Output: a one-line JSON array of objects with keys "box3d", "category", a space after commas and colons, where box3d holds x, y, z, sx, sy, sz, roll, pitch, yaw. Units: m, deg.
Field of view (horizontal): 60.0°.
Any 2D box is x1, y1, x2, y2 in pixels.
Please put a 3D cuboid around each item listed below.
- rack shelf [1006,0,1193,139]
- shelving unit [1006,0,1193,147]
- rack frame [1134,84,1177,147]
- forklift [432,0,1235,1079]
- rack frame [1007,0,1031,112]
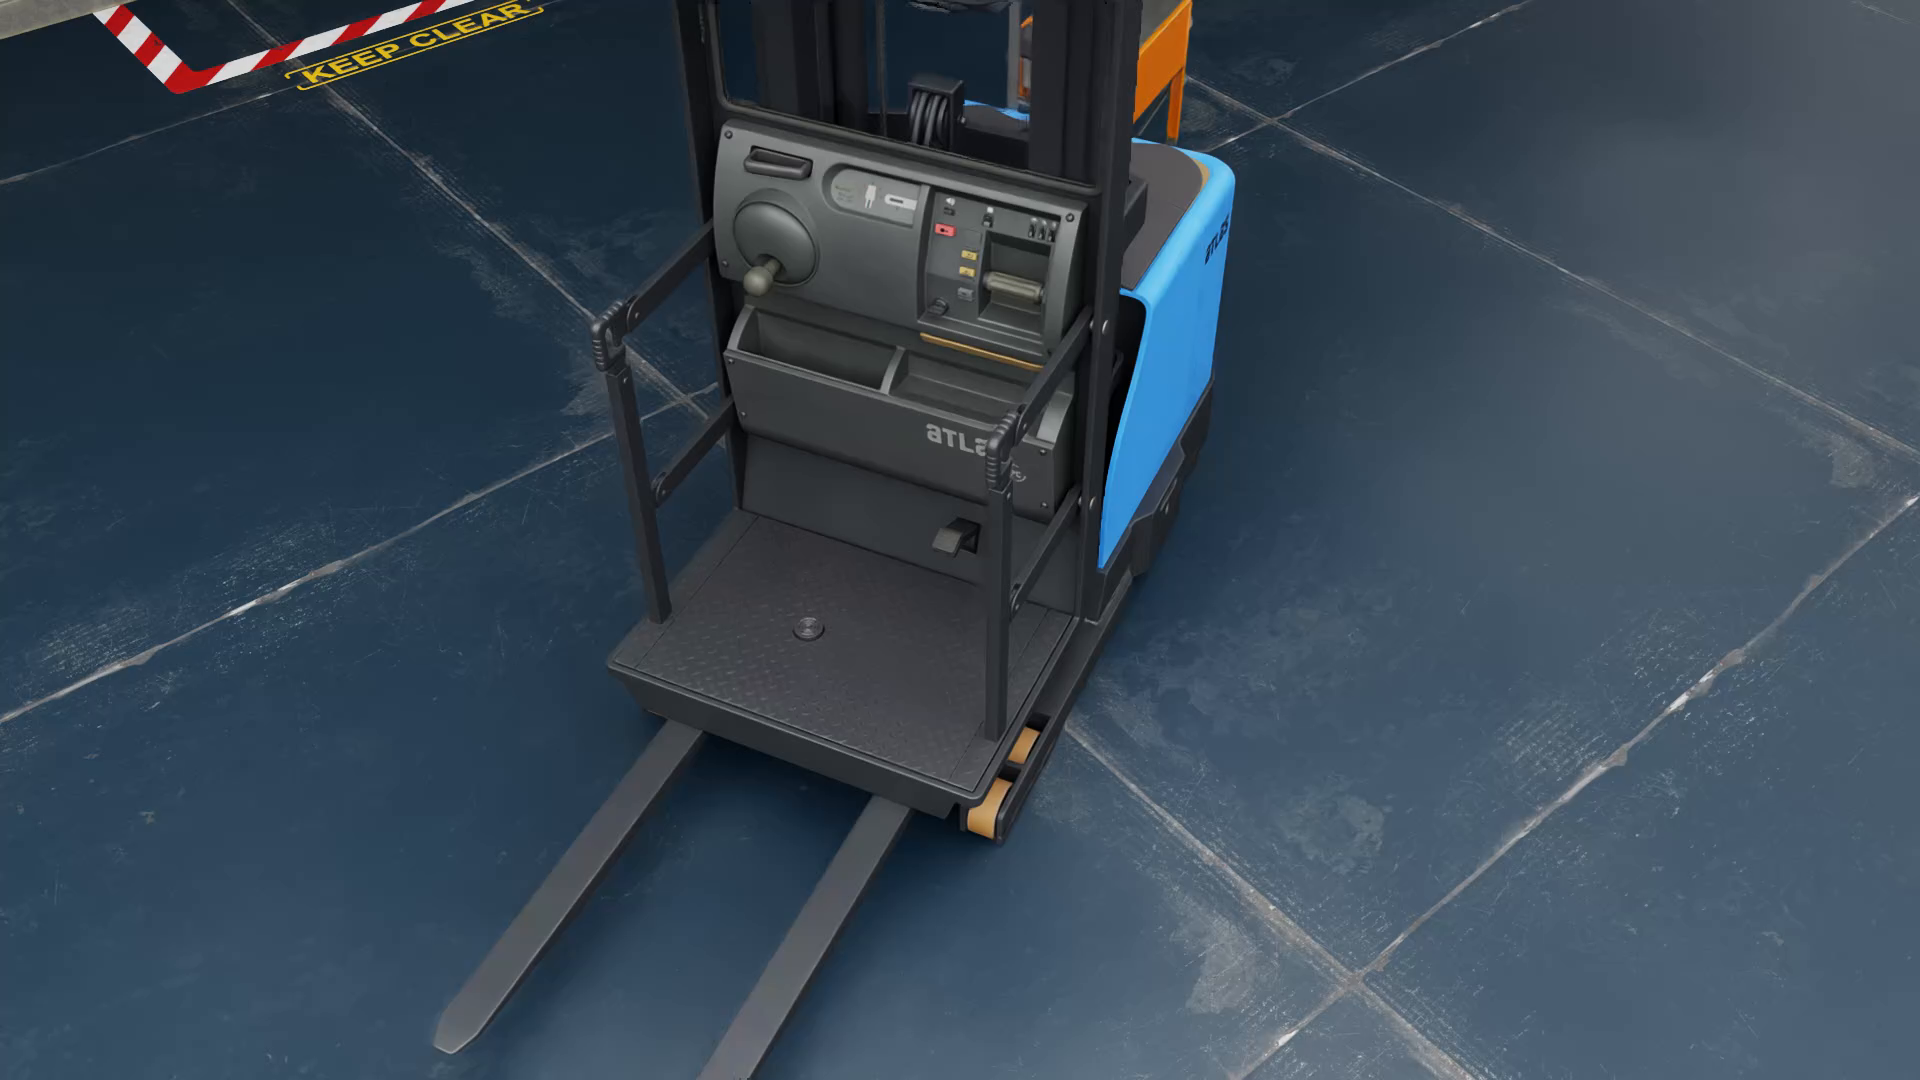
[{"box3d": [0.439, -1.451, 5.274, 0.431, 0.518, 0.480, 19, 45, 19], "category": "rack shelf"}, {"box3d": [0.439, -1.461, 5.265, 0.431, 2.100, 0.503, 19, 45, 19], "category": "shelving unit"}, {"box3d": [0.546, -1.607, 5.427, 0.400, 2.100, 0.015, 19, 45, 19], "category": "rack frame"}, {"box3d": [-0.251, -0.623, 3.772, 1.130, 2.935, 3.031, 17, 46, 18], "category": "forklift"}, {"box3d": [0.331, -1.314, 5.102, 0.400, 2.100, 0.015, 19, 45, 19], "category": "rack frame"}]
